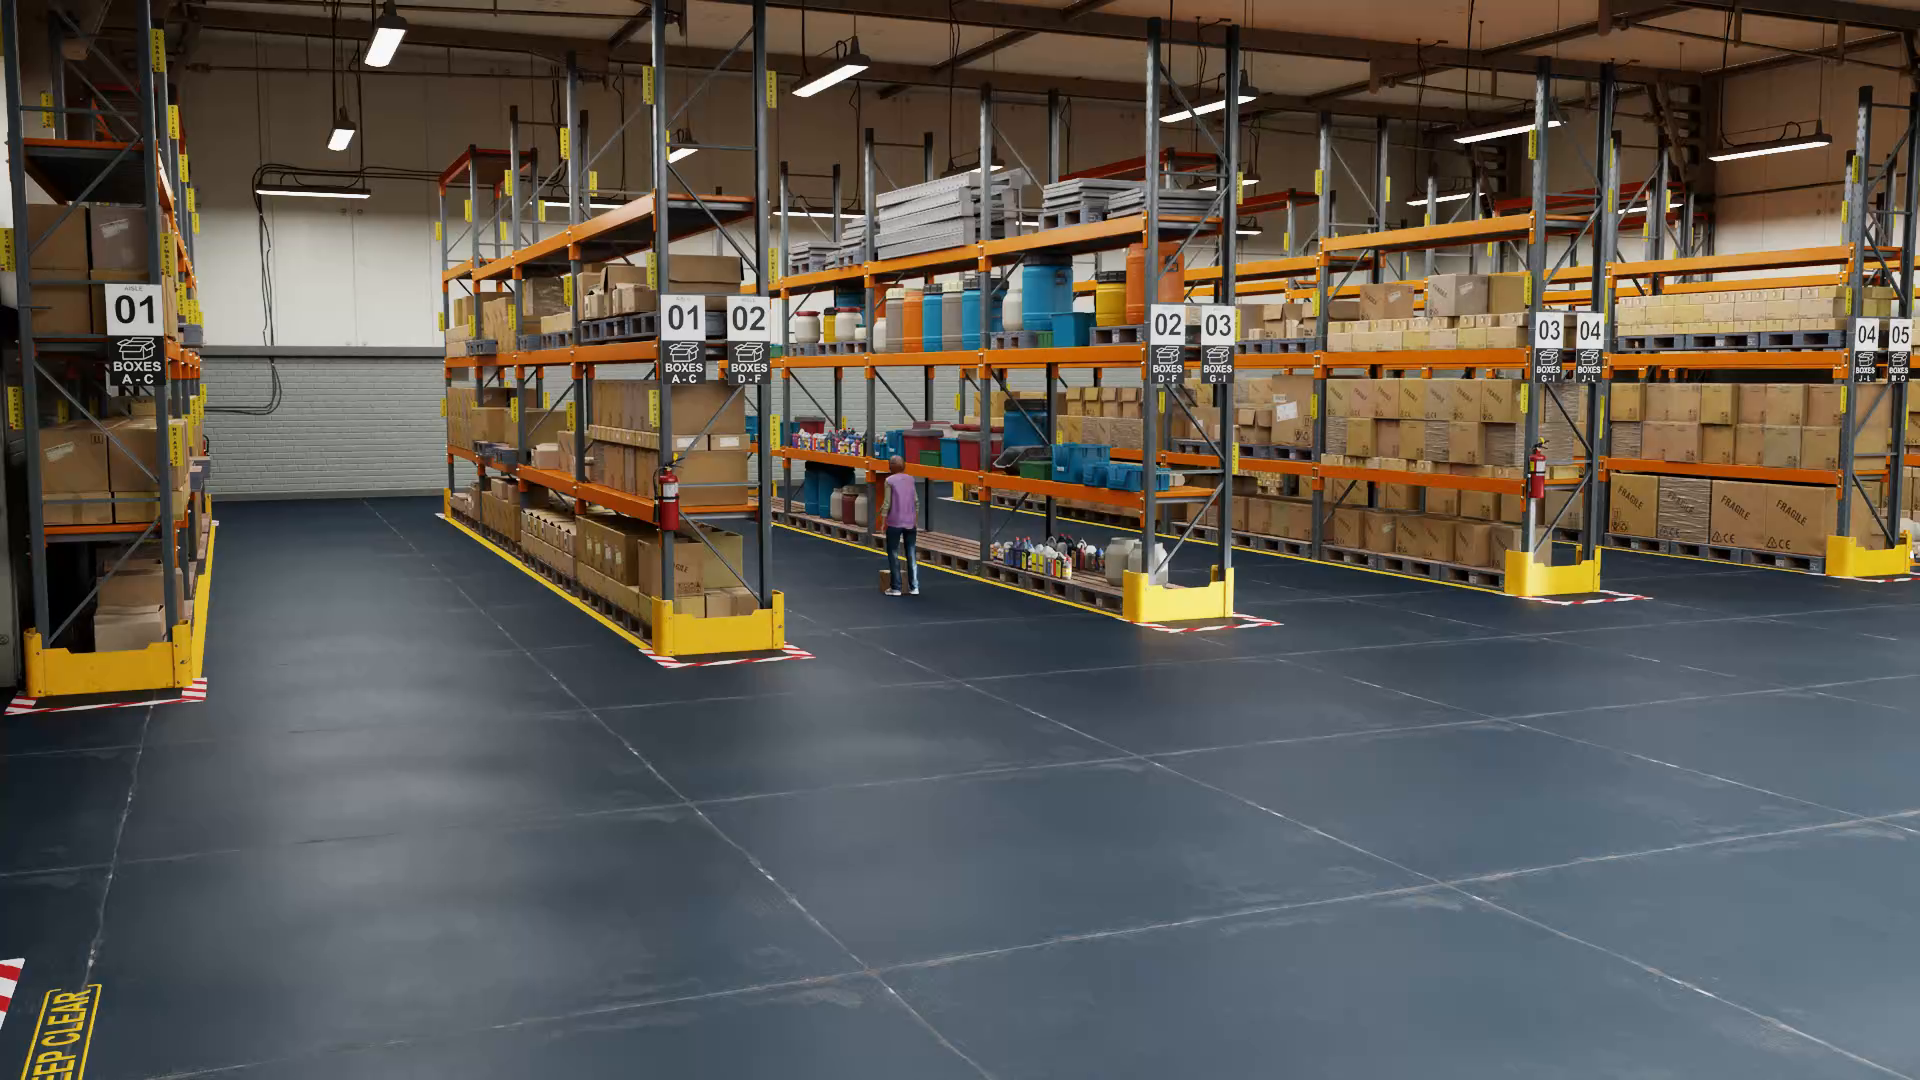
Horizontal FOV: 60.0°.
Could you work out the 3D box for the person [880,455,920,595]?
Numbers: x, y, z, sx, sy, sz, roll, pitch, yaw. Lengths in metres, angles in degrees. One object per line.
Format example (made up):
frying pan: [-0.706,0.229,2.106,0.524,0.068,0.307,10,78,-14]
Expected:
person: [-0.674,-0.165,18.893,0.484,1.594,0.340,-3,6,-26]
